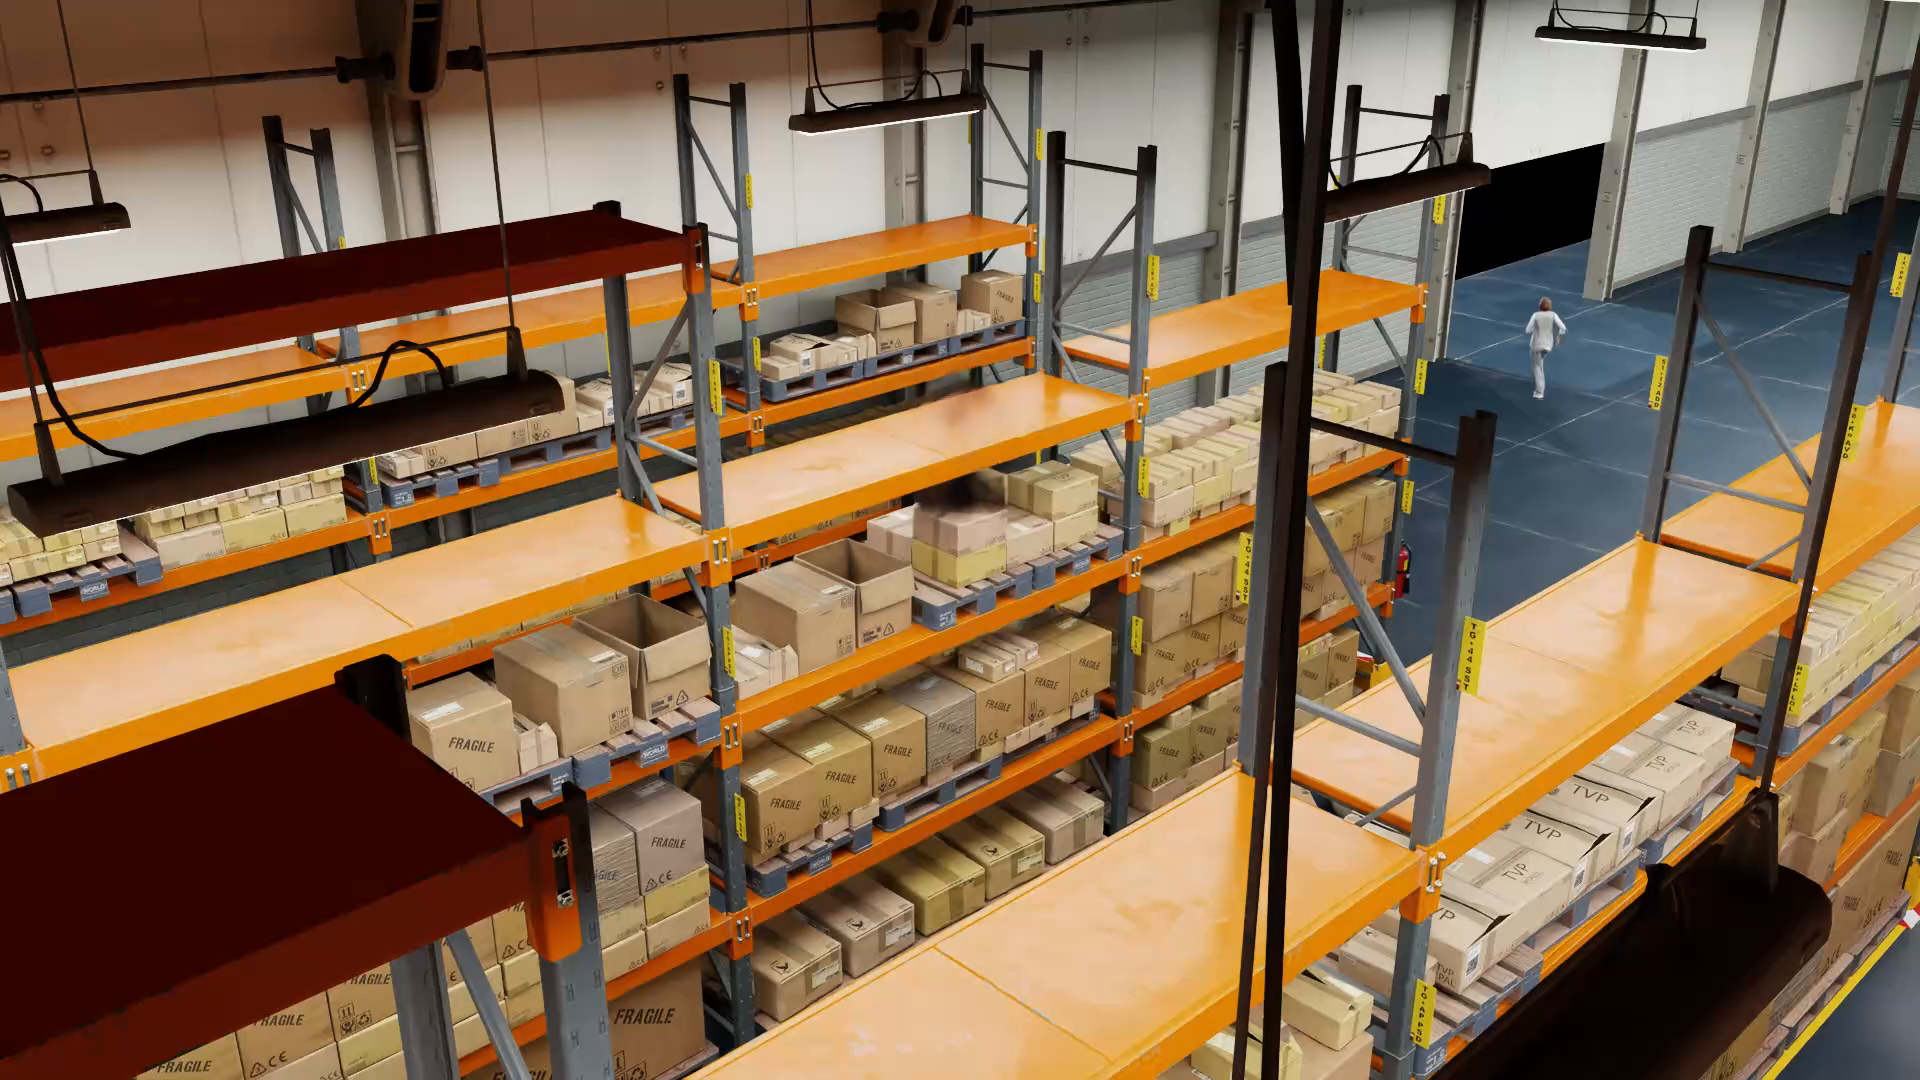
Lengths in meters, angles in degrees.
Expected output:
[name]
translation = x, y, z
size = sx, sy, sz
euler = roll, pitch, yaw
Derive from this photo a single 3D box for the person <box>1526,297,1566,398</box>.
[person]
translation = 9.097, -3.001, 26.026
size = 0.516, 1.614, 0.663
euler = -1, 22, -3
